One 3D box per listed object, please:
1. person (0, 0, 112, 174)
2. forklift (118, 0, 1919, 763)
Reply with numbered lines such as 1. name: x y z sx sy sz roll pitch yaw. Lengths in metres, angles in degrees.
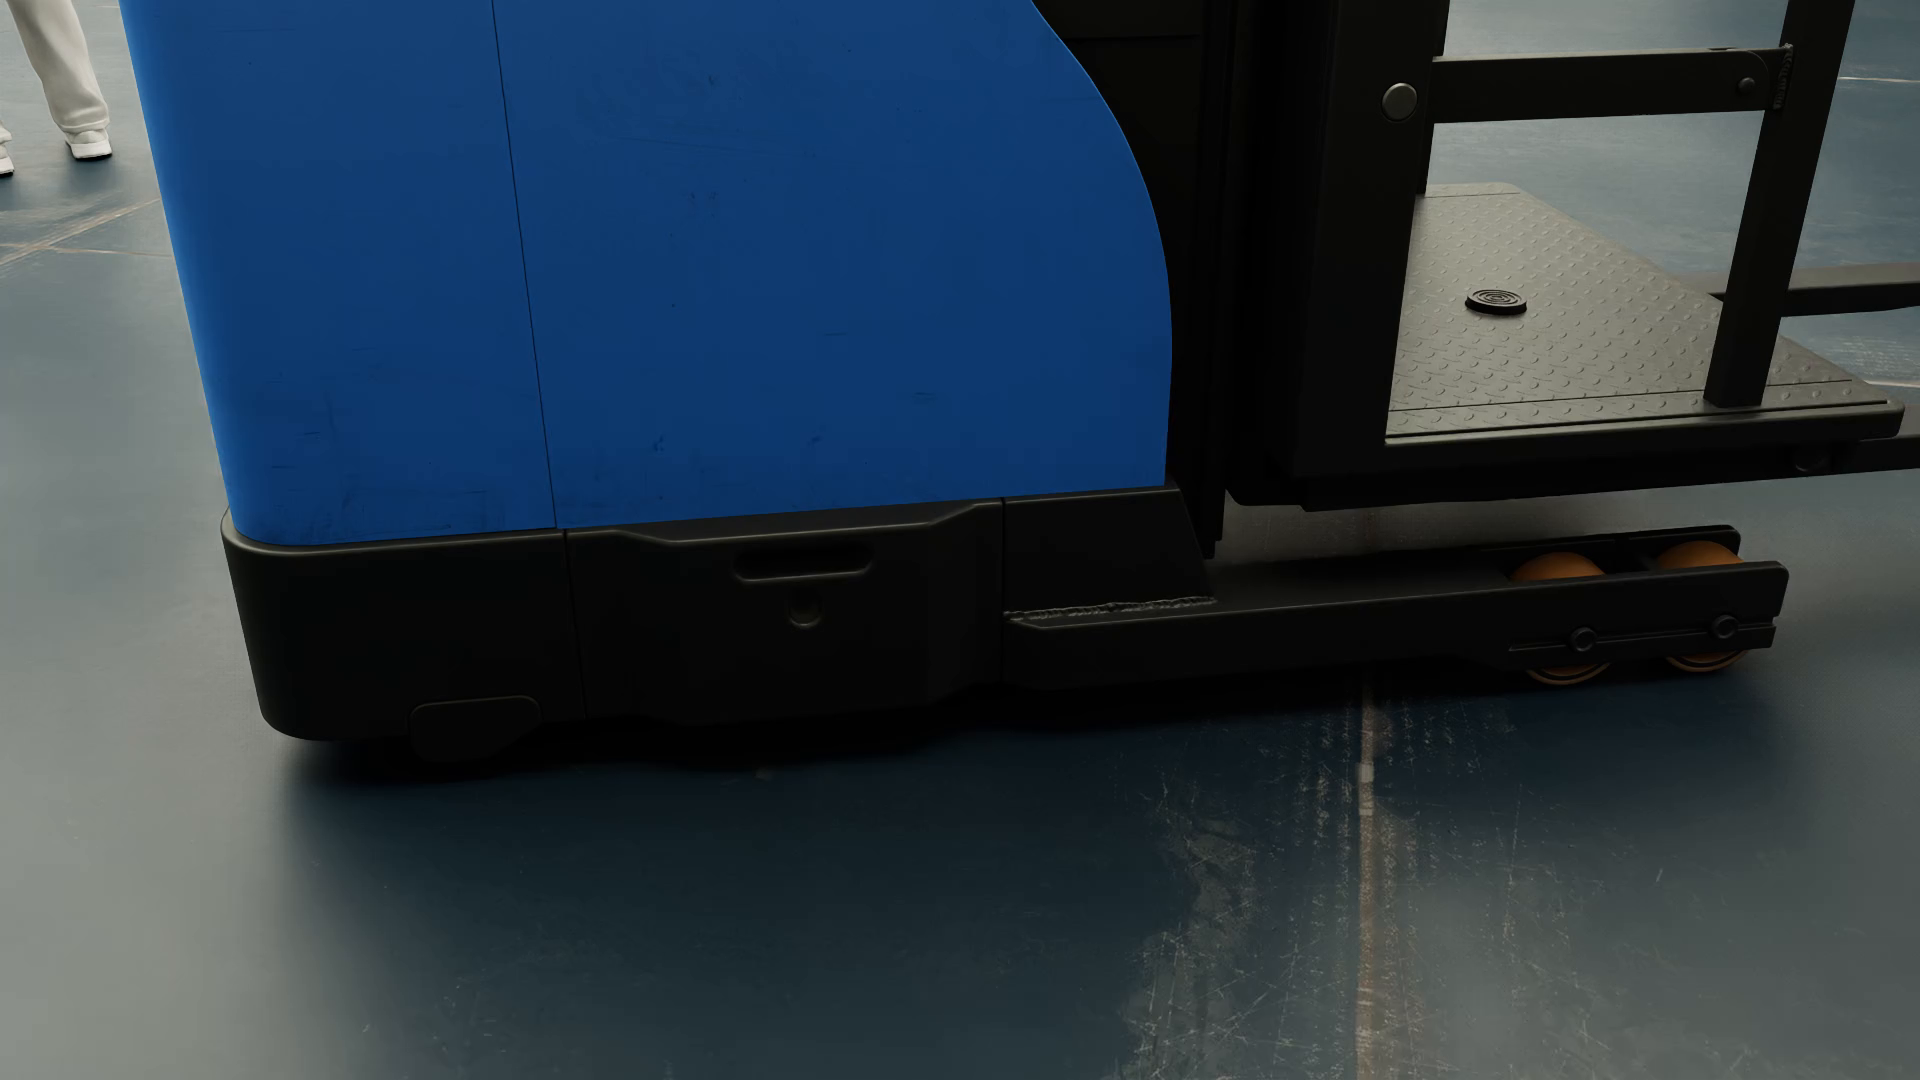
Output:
1. person: -2.593 -1.829 4.156 0.401 1.774 0.655 22 34 37
2. forklift: 0.600 -1.354 1.930 3.031 2.935 1.130 -4 27 -9
